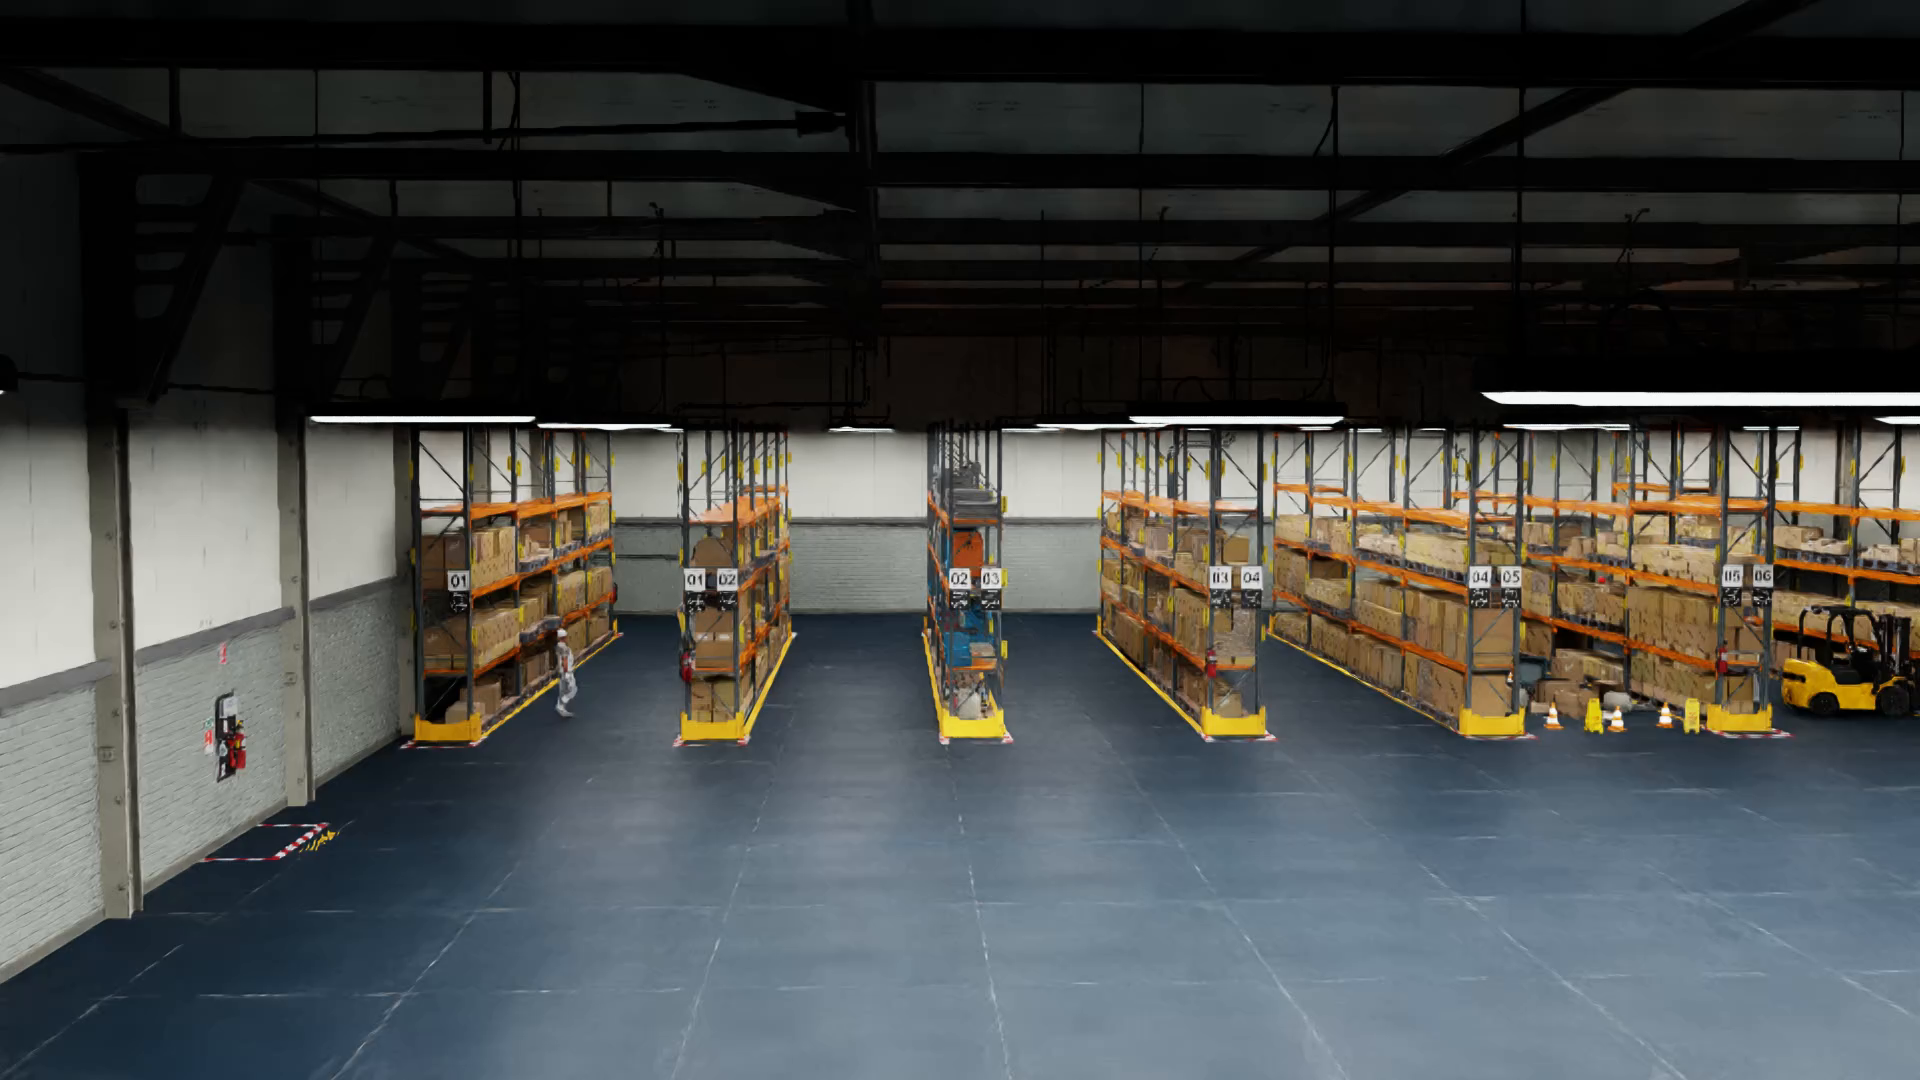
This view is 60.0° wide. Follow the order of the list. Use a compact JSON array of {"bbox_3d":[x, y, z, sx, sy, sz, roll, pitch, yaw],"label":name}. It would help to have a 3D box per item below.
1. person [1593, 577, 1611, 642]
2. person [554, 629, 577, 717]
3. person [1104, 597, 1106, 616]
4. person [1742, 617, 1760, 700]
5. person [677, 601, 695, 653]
[{"bbox_3d":[17.551,1.898,45.622,0.568,1.784,0.667,1,4,11],"label":"person"},{"bbox_3d":[-7.987,2.683,33.485,0.444,1.786,0.598,-2,4,-29],"label":"person"},{"bbox_3d":[4.579,1.715,50.539,0.574,1.535,0.749,-2,4,-22],"label":"person"},{"bbox_3d":[16.897,2.532,35.690,0.553,1.781,0.631,2,4,27],"label":"person"},{"bbox_3d":[-7.097,2.143,43.411,0.580,1.619,0.507,0,4,-4],"label":"person"}]
